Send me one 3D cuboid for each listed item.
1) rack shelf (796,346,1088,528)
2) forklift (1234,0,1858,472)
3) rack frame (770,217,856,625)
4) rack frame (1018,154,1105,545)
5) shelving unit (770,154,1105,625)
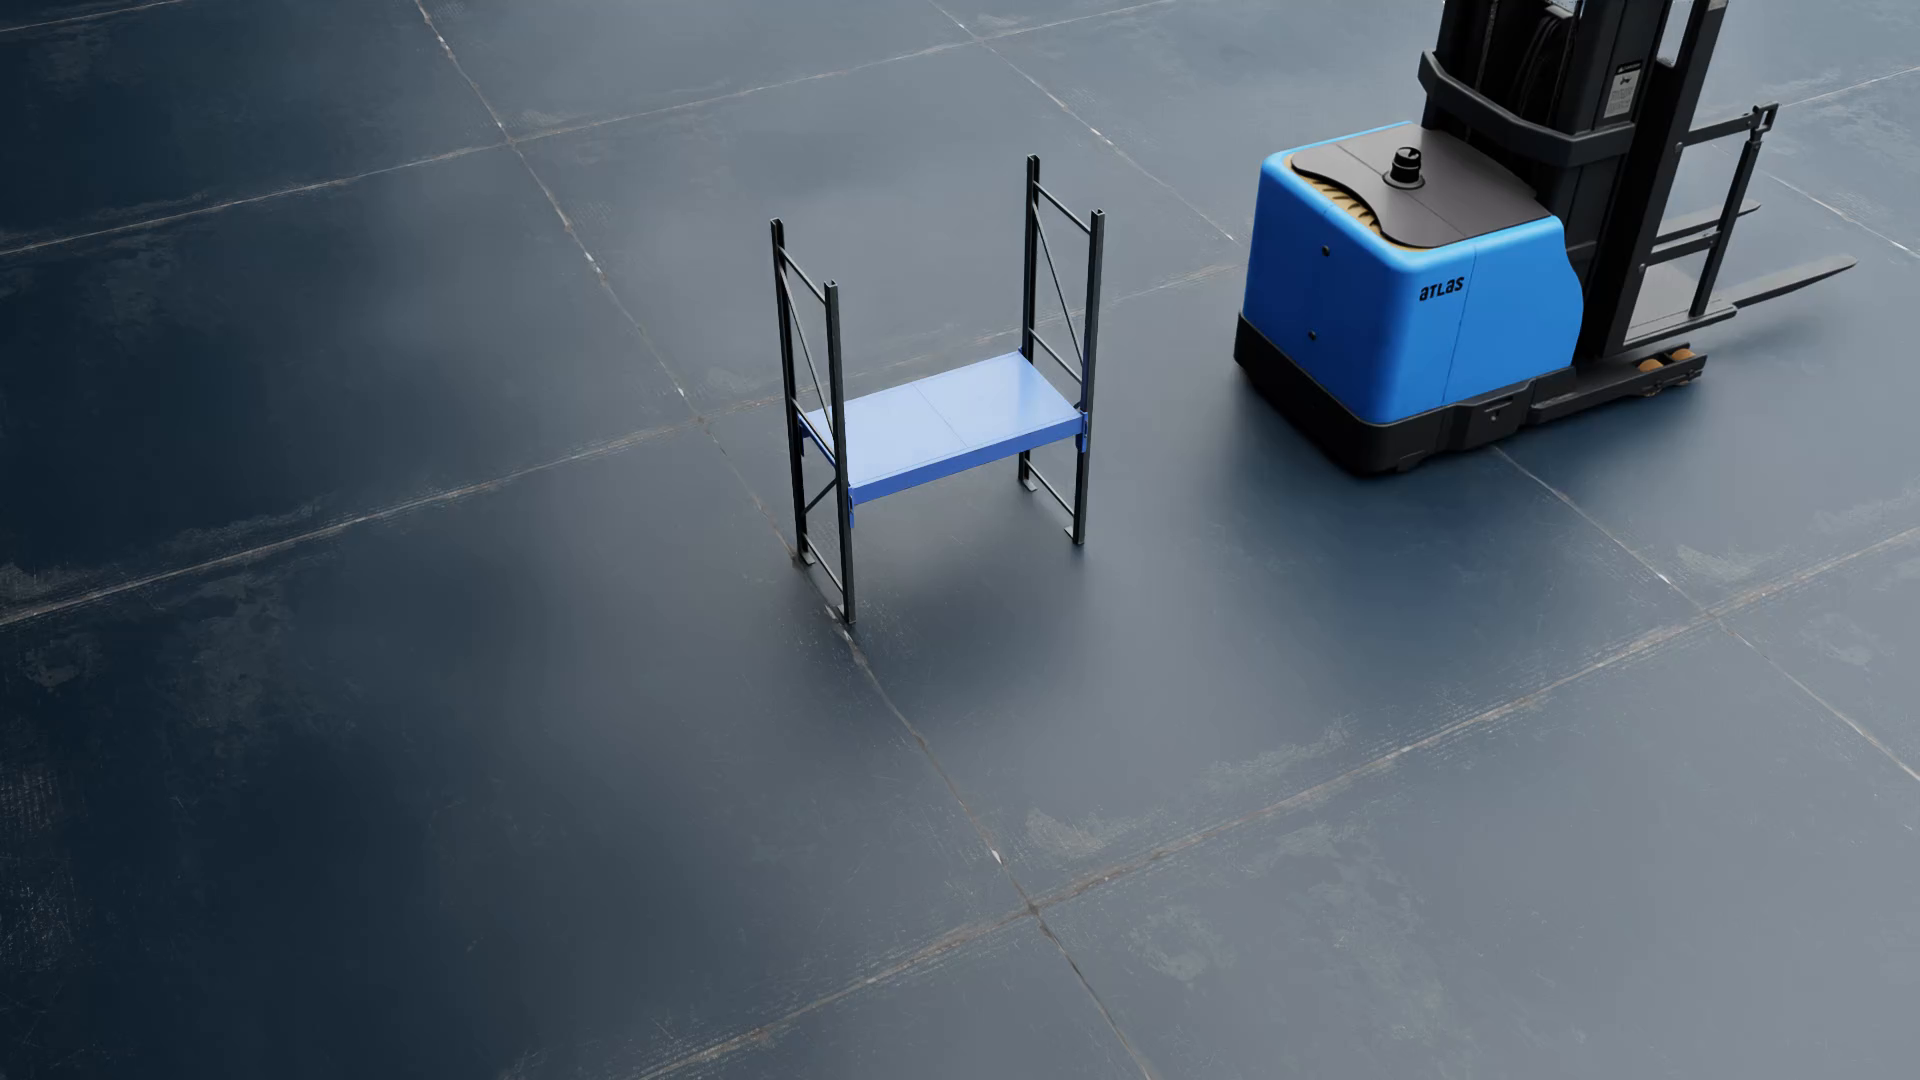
[{"bbox_3d":[-0.076,-0.410,6.352,1.000,0.185,0.538,-19,44,-21],"label":"rack shelf"},{"bbox_3d":[2.811,-2.057,6.911,3.031,2.935,1.130,-17,43,-20],"label":"forklift"},{"bbox_3d":[-0.527,-0.395,6.056,0.032,1.500,0.500,-19,44,-21],"label":"rack frame"},{"bbox_3d":[0.375,-0.699,6.415,0.032,1.500,0.500,-19,44,-21],"label":"rack frame"},{"bbox_3d":[-0.076,-0.547,6.235,1.048,1.500,0.538,-19,44,-21],"label":"shelving unit"}]
